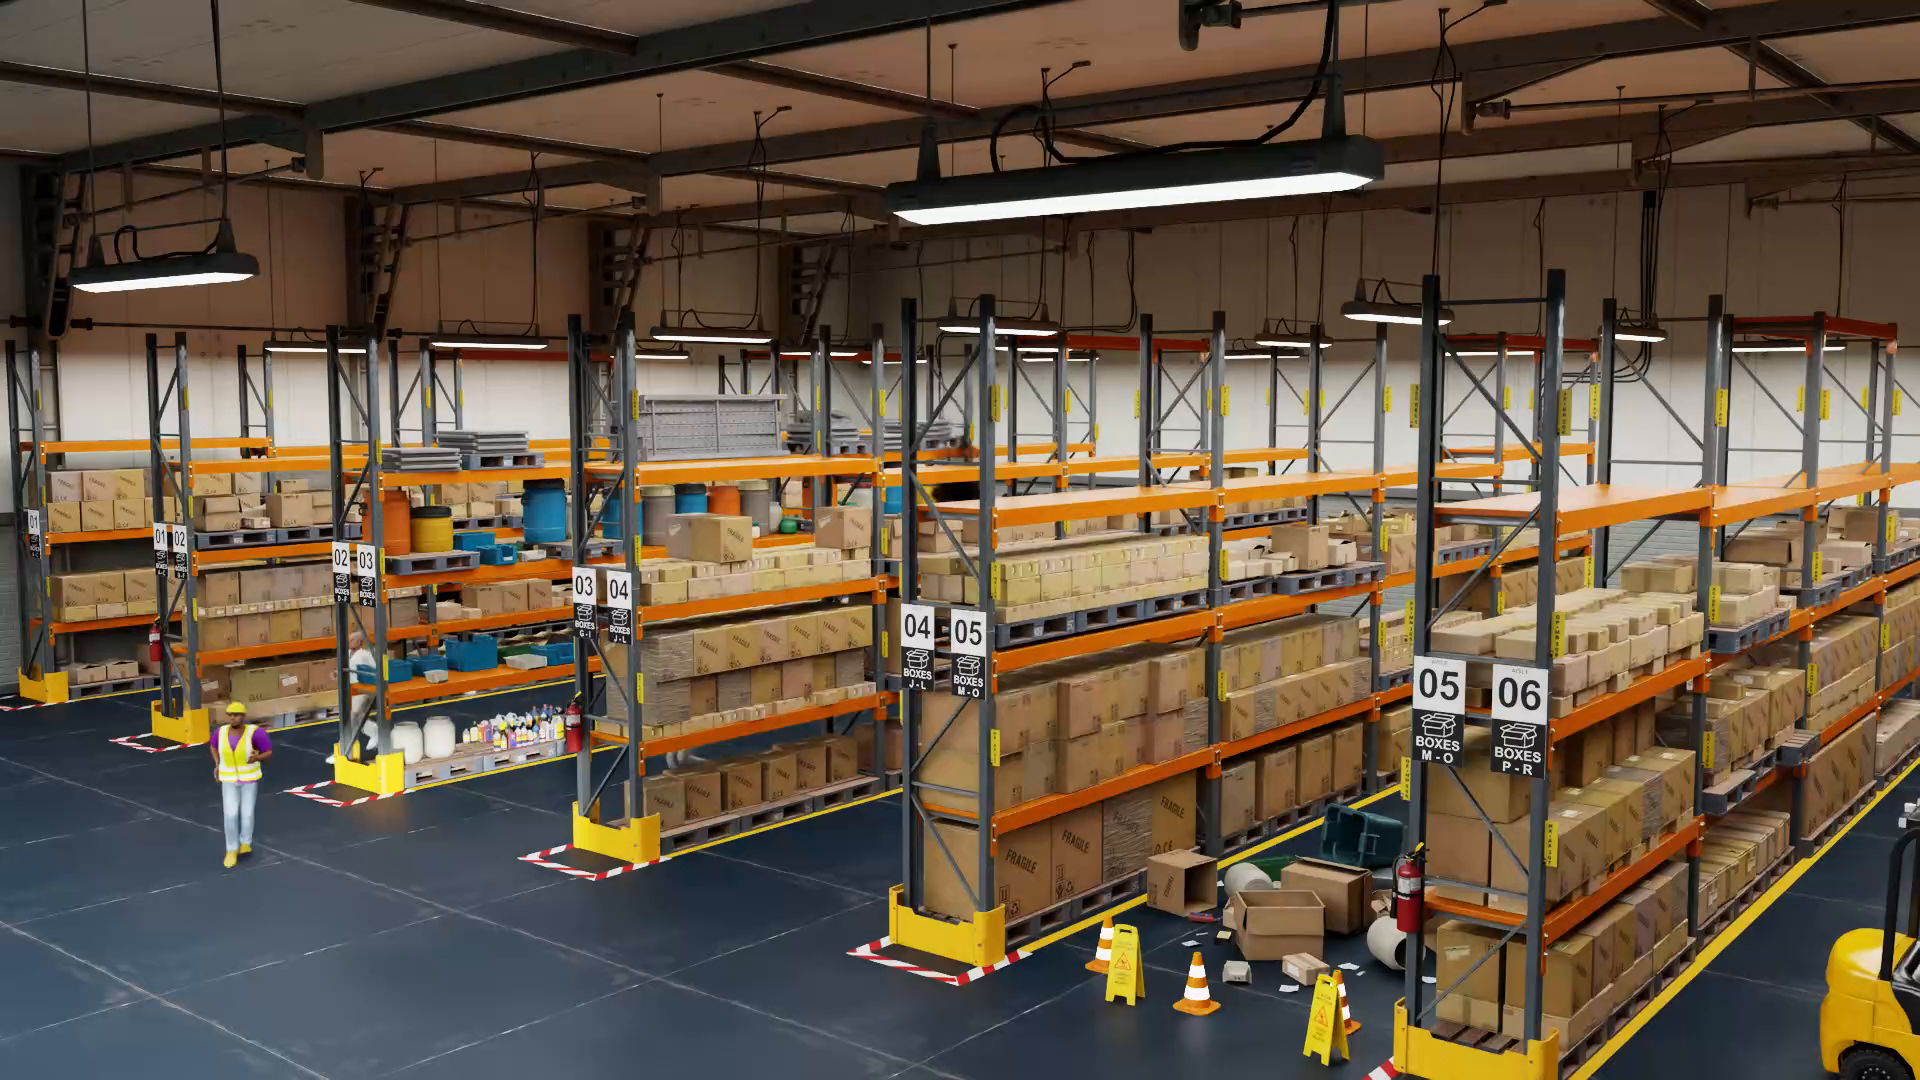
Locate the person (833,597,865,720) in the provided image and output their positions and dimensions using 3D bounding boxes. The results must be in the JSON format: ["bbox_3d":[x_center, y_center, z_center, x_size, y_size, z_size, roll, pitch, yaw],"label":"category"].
[{"bbox_3d":[-1.692,1.751,24.568,0.679,1.813,0.916,3,6,27],"label":"person"}]

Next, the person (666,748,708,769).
[{"bbox_3d":[-3.498,2.417,21.279,0.563,1.617,0.609,4,7,38],"label":"person"}]

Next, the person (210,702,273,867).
[{"bbox_3d":[-7.870,2.668,18.216,0.661,1.823,0.747,-2,5,-17],"label":"person"}]

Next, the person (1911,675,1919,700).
[{"bbox_3d":[14.853,2.043,25.598,0.732,1.637,0.578,-1,5,-13],"label":"person"}]

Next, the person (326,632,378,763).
[{"bbox_3d":[-8.444,2.158,23.196,0.712,1.745,1.043,4,6,34],"label":"person"}]
